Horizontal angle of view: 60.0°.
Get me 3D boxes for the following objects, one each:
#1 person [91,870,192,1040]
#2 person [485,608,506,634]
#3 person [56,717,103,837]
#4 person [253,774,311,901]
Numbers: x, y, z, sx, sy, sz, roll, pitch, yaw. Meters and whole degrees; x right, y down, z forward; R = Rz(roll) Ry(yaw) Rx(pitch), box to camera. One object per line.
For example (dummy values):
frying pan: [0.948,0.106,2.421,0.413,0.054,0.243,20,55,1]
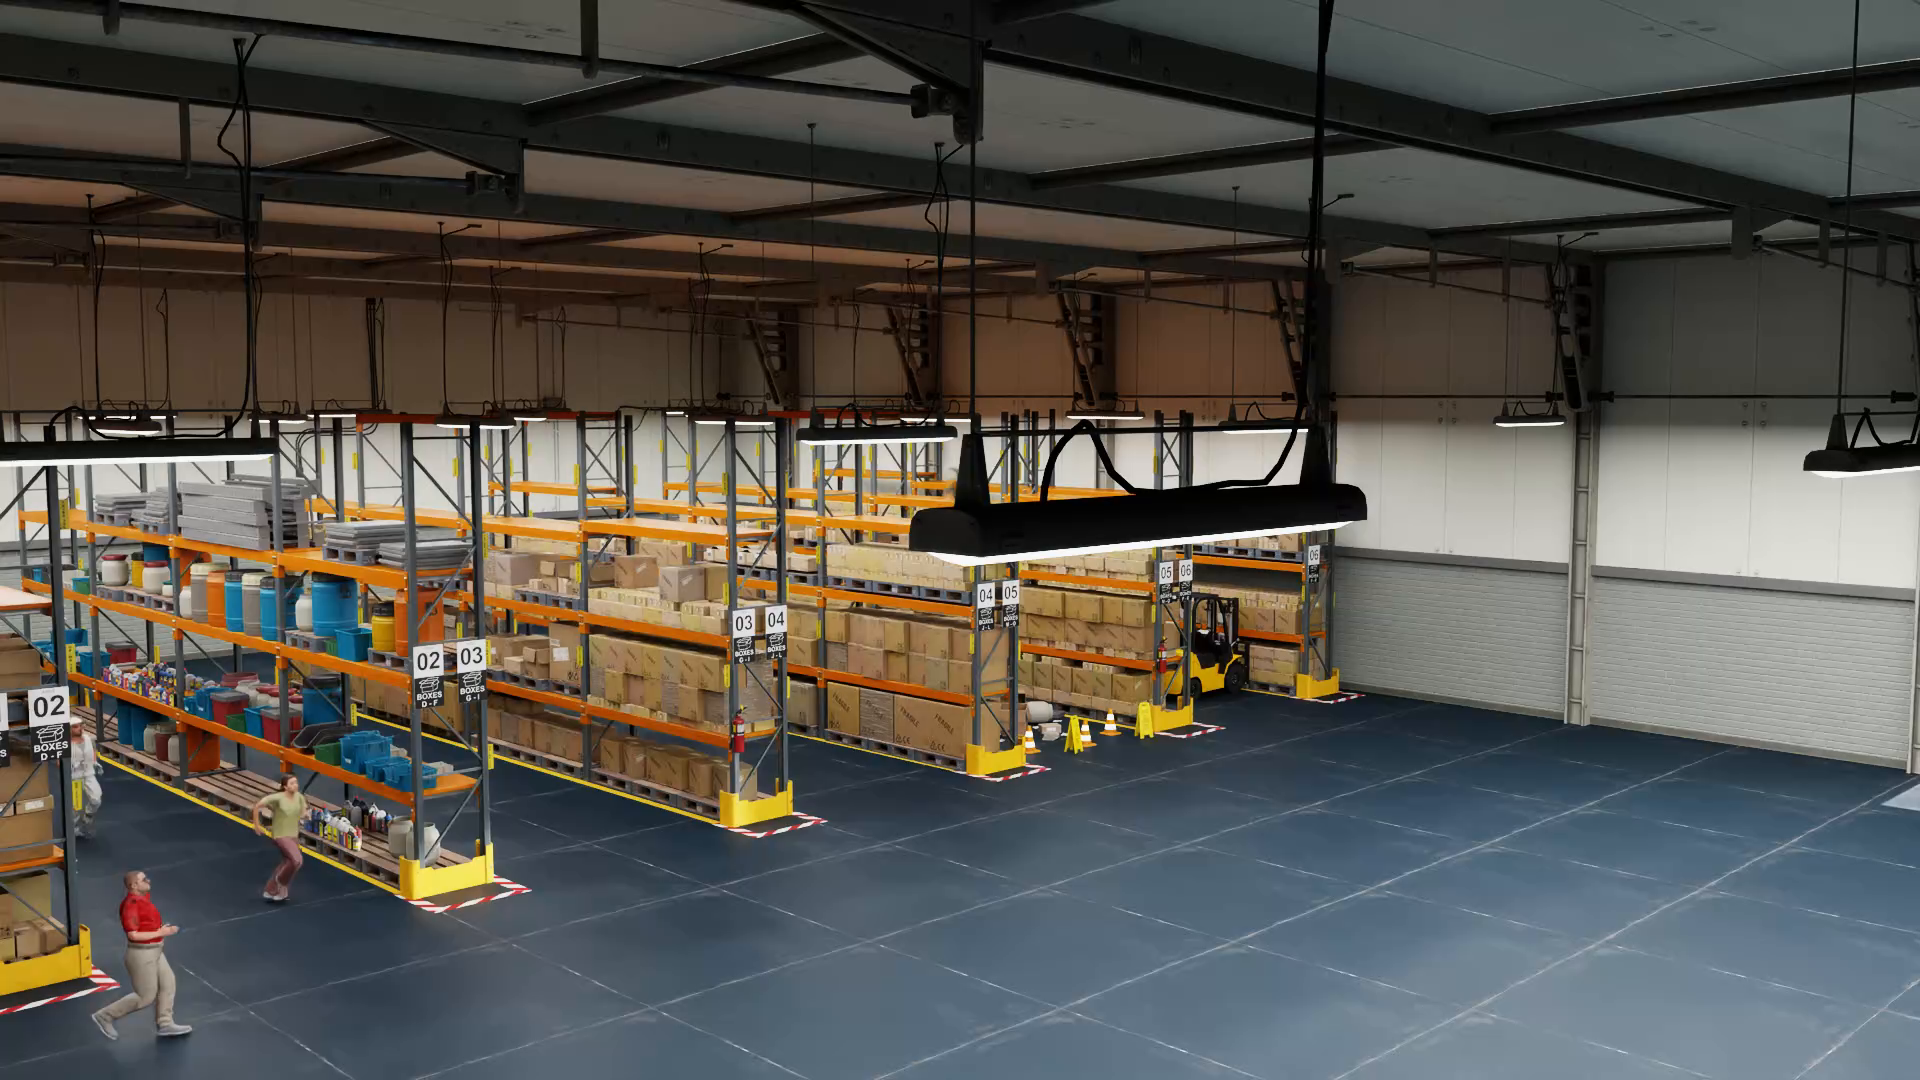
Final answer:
person: [-8.031,4.066,16.289,0.868,1.692,0.676,-2,5,-20]
person: [-11.185,1.962,40.337,0.608,1.804,0.682,-3,6,-30]
person: [-12.490,3.382,23.645,0.653,1.747,0.637,4,6,40]
person: [-8.391,3.707,20.701,0.713,1.615,0.616,3,6,27]
